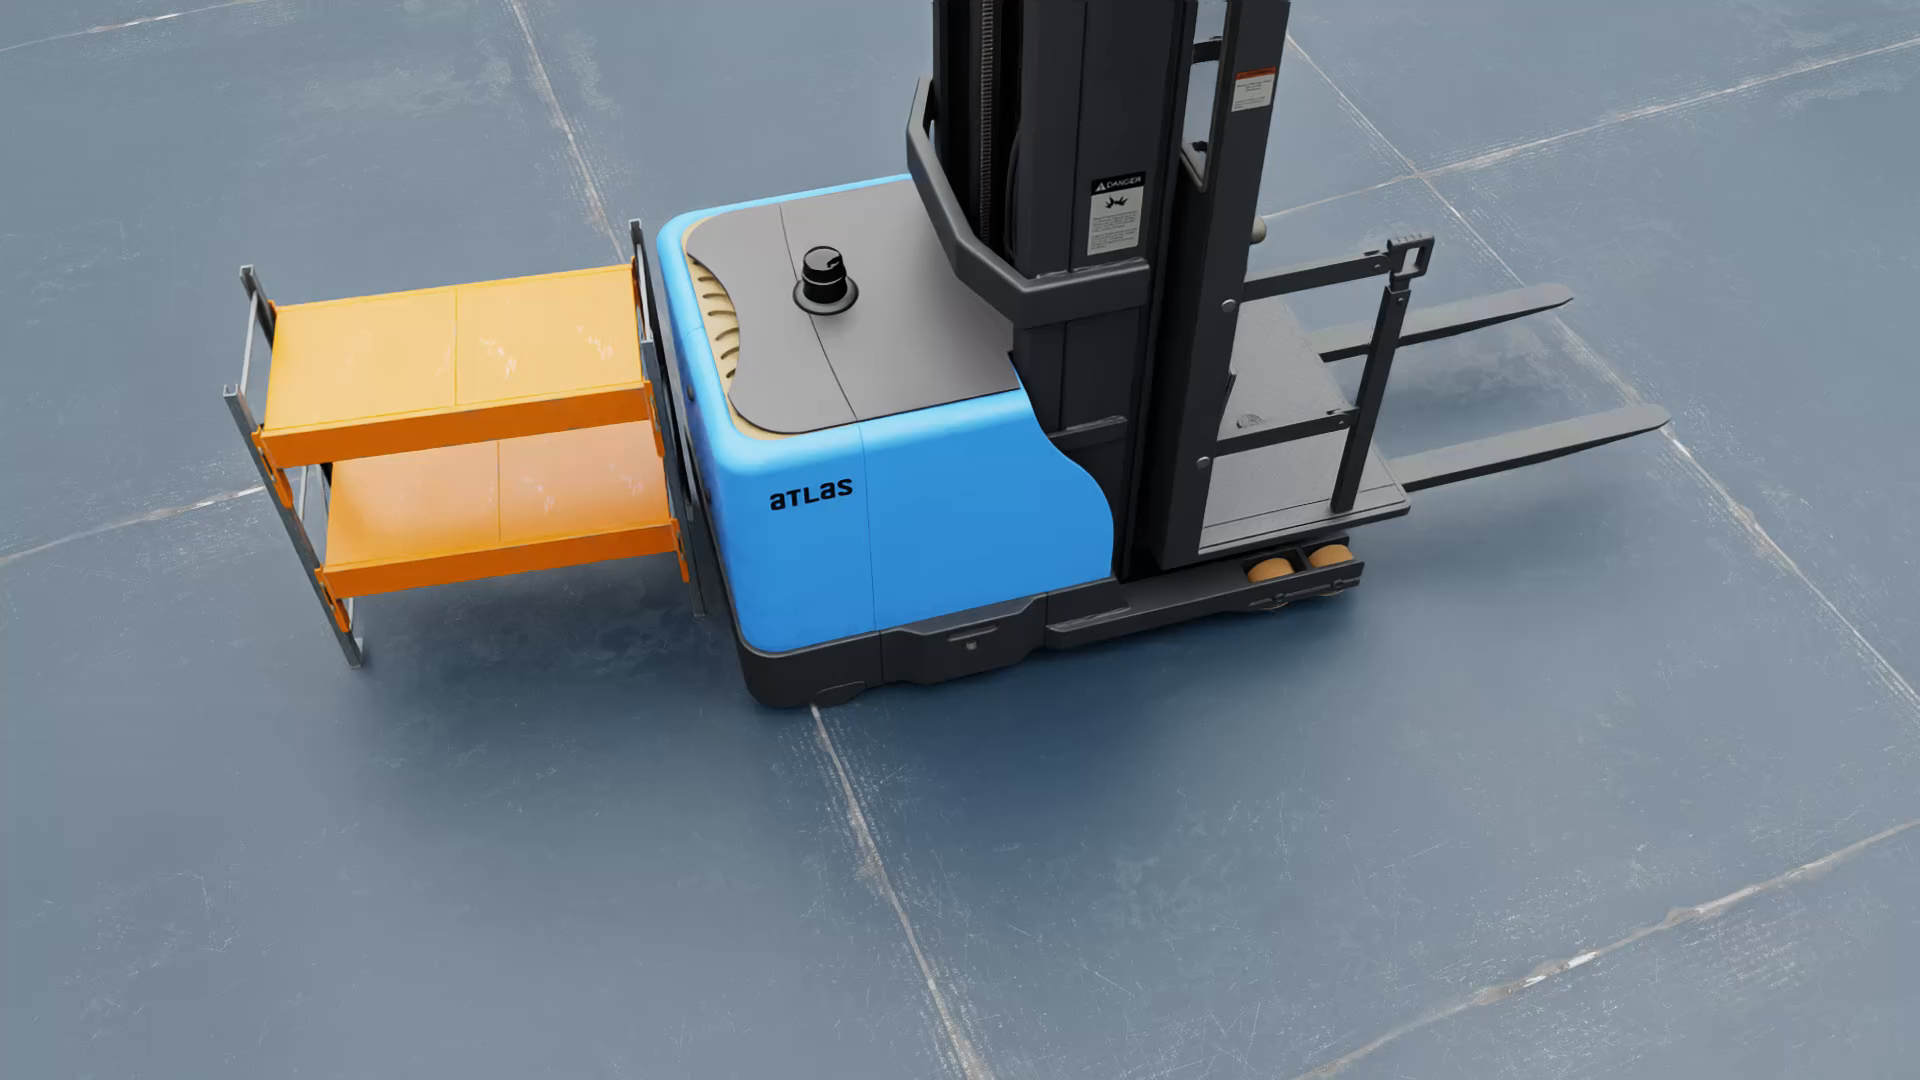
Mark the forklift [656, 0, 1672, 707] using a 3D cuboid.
[{"bbox_3d":[0.720,-1.116,4.277,3.031,2.935,1.130,-13,51,-11],"label":"forklift"}]

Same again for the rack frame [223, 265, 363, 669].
[{"bbox_3d":[-1.835,-0.173,4.657,0.032,1.125,0.500,-8,50,-7],"label":"rack frame"}]

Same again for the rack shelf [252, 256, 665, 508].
[{"bbox_3d":[-1.336,-0.436,4.498,1.000,0.278,0.538,-8,50,-7],"label":"rack shelf"}]

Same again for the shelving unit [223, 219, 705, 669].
[{"bbox_3d":[-1.336,-0.246,4.720,1.048,1.125,0.538,-8,50,-7],"label":"shelving unit"}]

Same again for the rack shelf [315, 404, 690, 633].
[{"bbox_3d":[-1.336,-0.086,4.905,1.000,0.278,0.538,-8,50,-7],"label":"rack shelf"}]

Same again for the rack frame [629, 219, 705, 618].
[{"bbox_3d":[-0.837,-0.319,4.782,0.032,1.125,0.500,-8,50,-7],"label":"rack frame"}]
